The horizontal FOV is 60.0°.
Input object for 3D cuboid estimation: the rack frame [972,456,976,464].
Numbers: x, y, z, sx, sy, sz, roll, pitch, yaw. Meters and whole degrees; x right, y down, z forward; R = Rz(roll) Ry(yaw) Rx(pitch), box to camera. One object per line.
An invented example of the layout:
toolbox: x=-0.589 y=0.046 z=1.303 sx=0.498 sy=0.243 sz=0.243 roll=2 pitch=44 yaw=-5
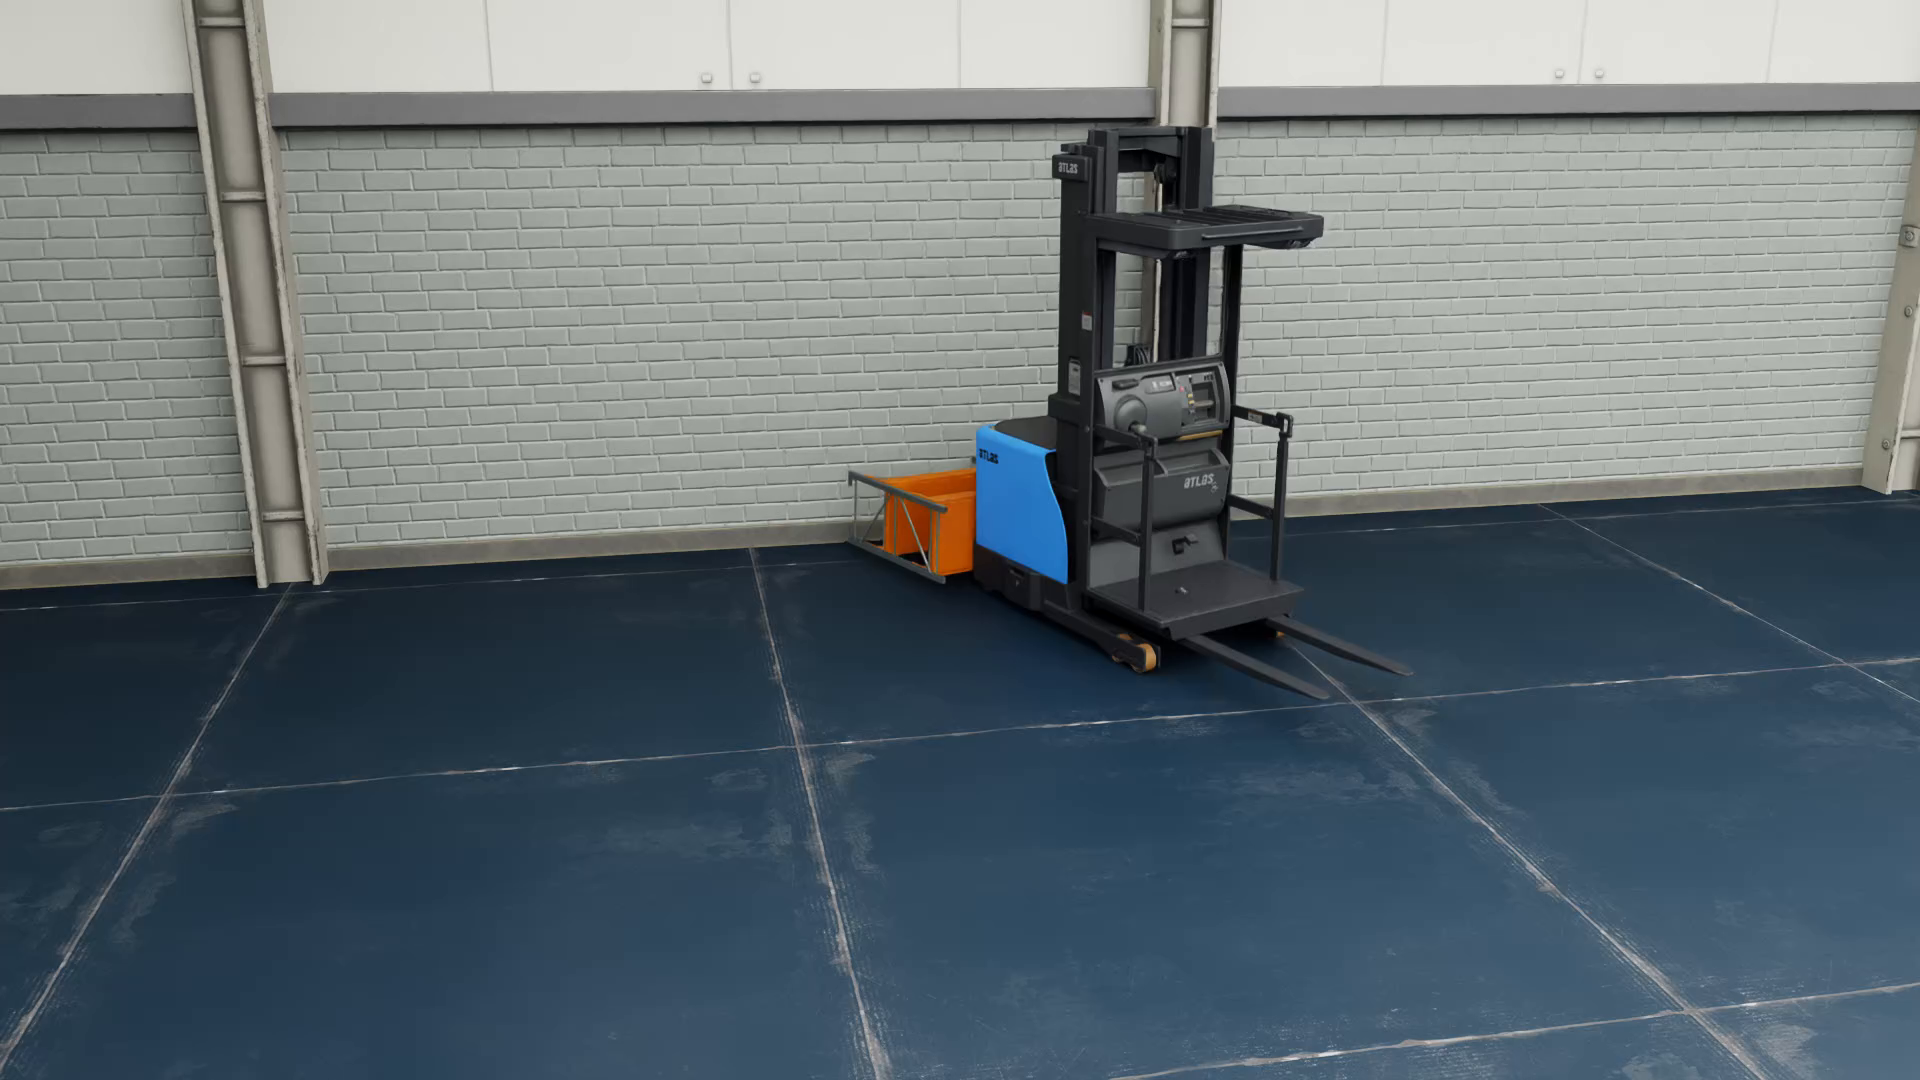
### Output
rack frame: x=0.402 y=-0.226 z=11.435 sx=0.032 sy=0.500 sz=1.125 roll=-9 pitch=19 yaw=-35

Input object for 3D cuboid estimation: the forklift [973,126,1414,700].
forklift: x=1.301 y=-0.809 z=9.453 sx=1.130 sy=2.935 sz=3.031 roll=-11 pitch=20 yaw=-31

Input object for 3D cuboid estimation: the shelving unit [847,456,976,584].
shelving unit: x=-0.010 y=-0.161 z=11.145 sx=1.048 sy=0.538 sz=1.125 roll=-9 pitch=19 yaw=-35

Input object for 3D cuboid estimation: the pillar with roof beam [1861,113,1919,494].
pillar with roof beam: x=8.203 y=-3.473 z=7.794 sx=0.400 sy=9.000 sz=9.100 roll=-3 pitch=17 yaw=-10

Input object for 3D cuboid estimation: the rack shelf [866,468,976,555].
rack shelf: x=-0.153 y=-0.219 z=11.335 sx=1.000 sy=0.538 sz=0.278 roll=-9 pitch=19 yaw=-35

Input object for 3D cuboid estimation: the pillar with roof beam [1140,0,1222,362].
pillar with roof beam: x=2.312 y=-3.139 z=6.706 sx=0.400 sy=9.000 sz=9.100 roll=-3 pitch=17 yaw=-10

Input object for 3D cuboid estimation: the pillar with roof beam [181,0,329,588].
pillar with roof beam: x=-3.579 y=-2.805 z=5.618 sx=0.400 sy=9.000 sz=9.100 roll=-3 pitch=17 yaw=-10

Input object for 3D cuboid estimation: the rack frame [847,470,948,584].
rack frame: x=-0.423 y=-0.097 z=10.856 sx=0.032 sy=0.500 sz=1.125 roll=-9 pitch=19 yaw=-35

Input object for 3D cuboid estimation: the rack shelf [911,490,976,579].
rack shelf: x=0.160 y=-0.092 z=10.918 sx=1.000 sy=0.538 sz=0.278 roll=-9 pitch=19 yaw=-35
